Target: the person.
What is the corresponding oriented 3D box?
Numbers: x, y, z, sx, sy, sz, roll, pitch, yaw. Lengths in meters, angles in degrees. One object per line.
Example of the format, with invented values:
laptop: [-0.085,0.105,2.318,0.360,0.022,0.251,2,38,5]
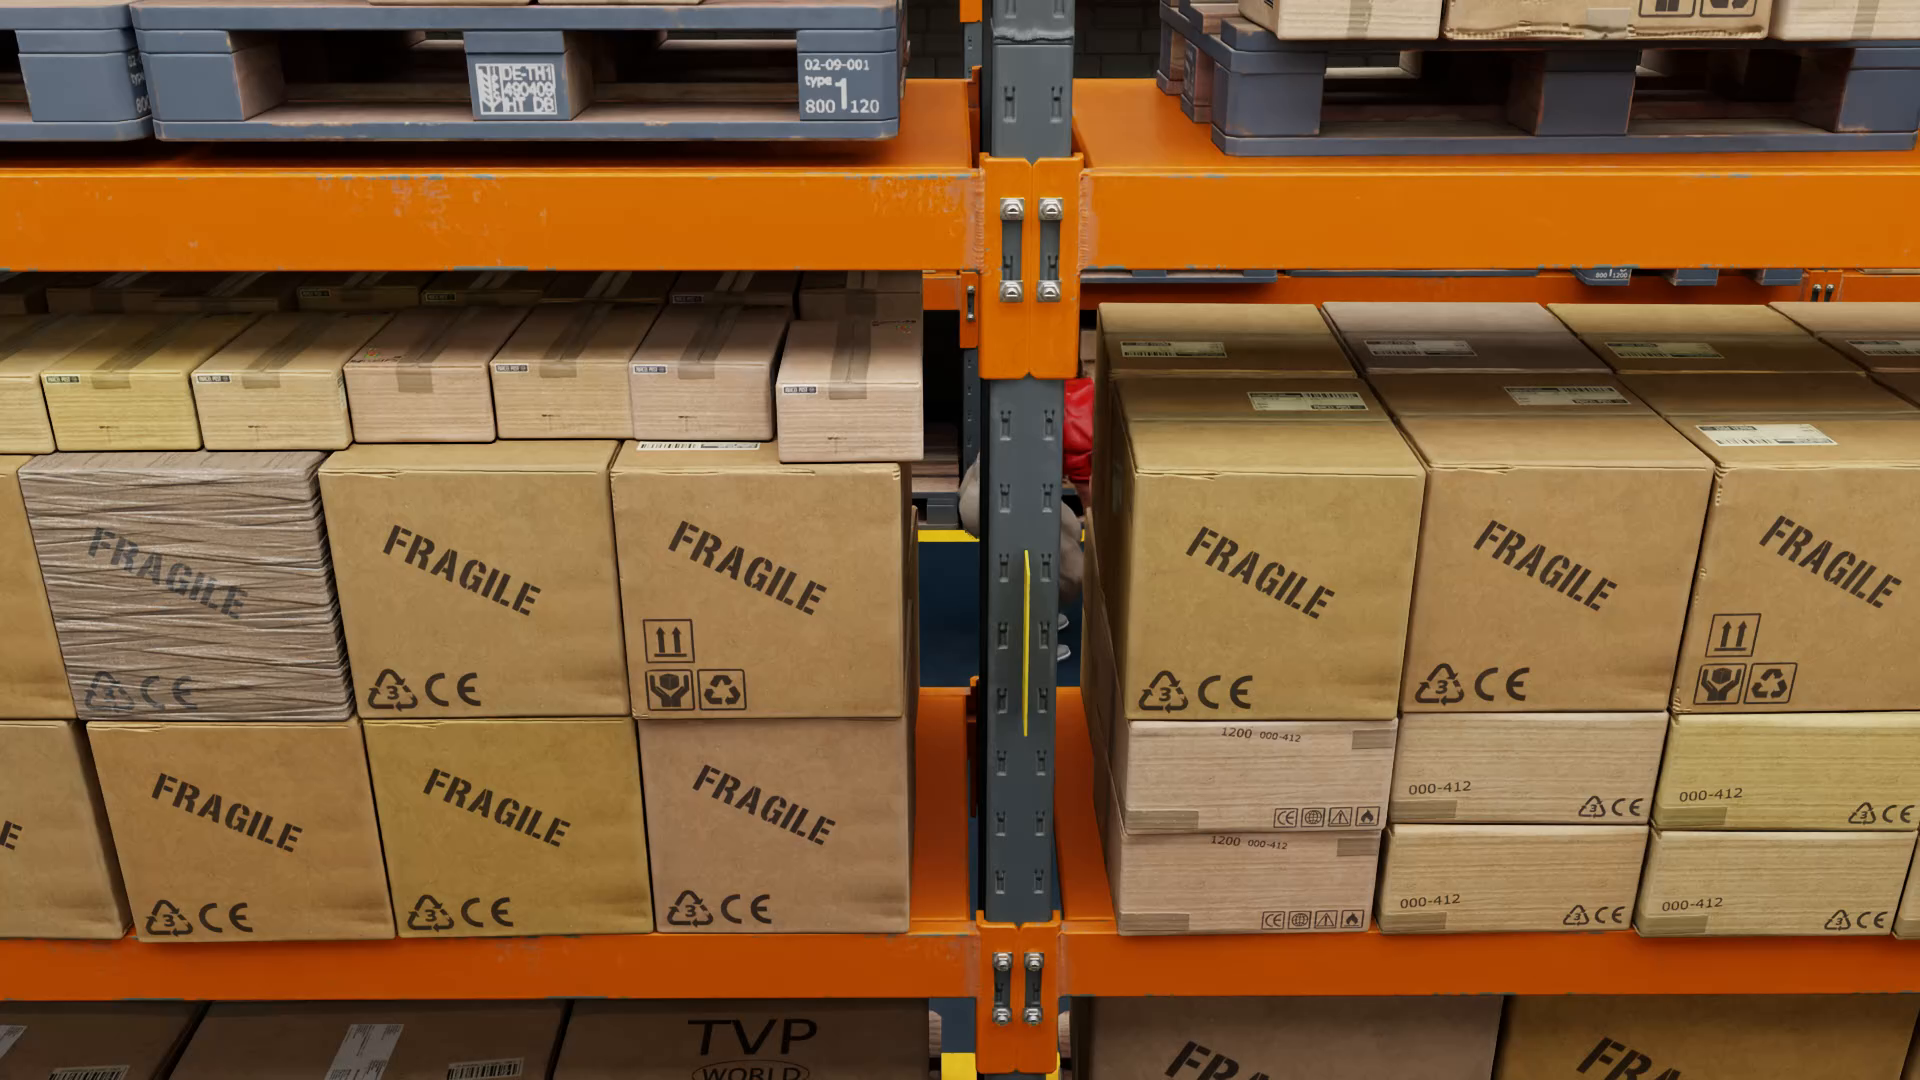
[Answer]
person: [0.377,-0.155,7.021,0.770,1.289,0.588,0,24,0]
